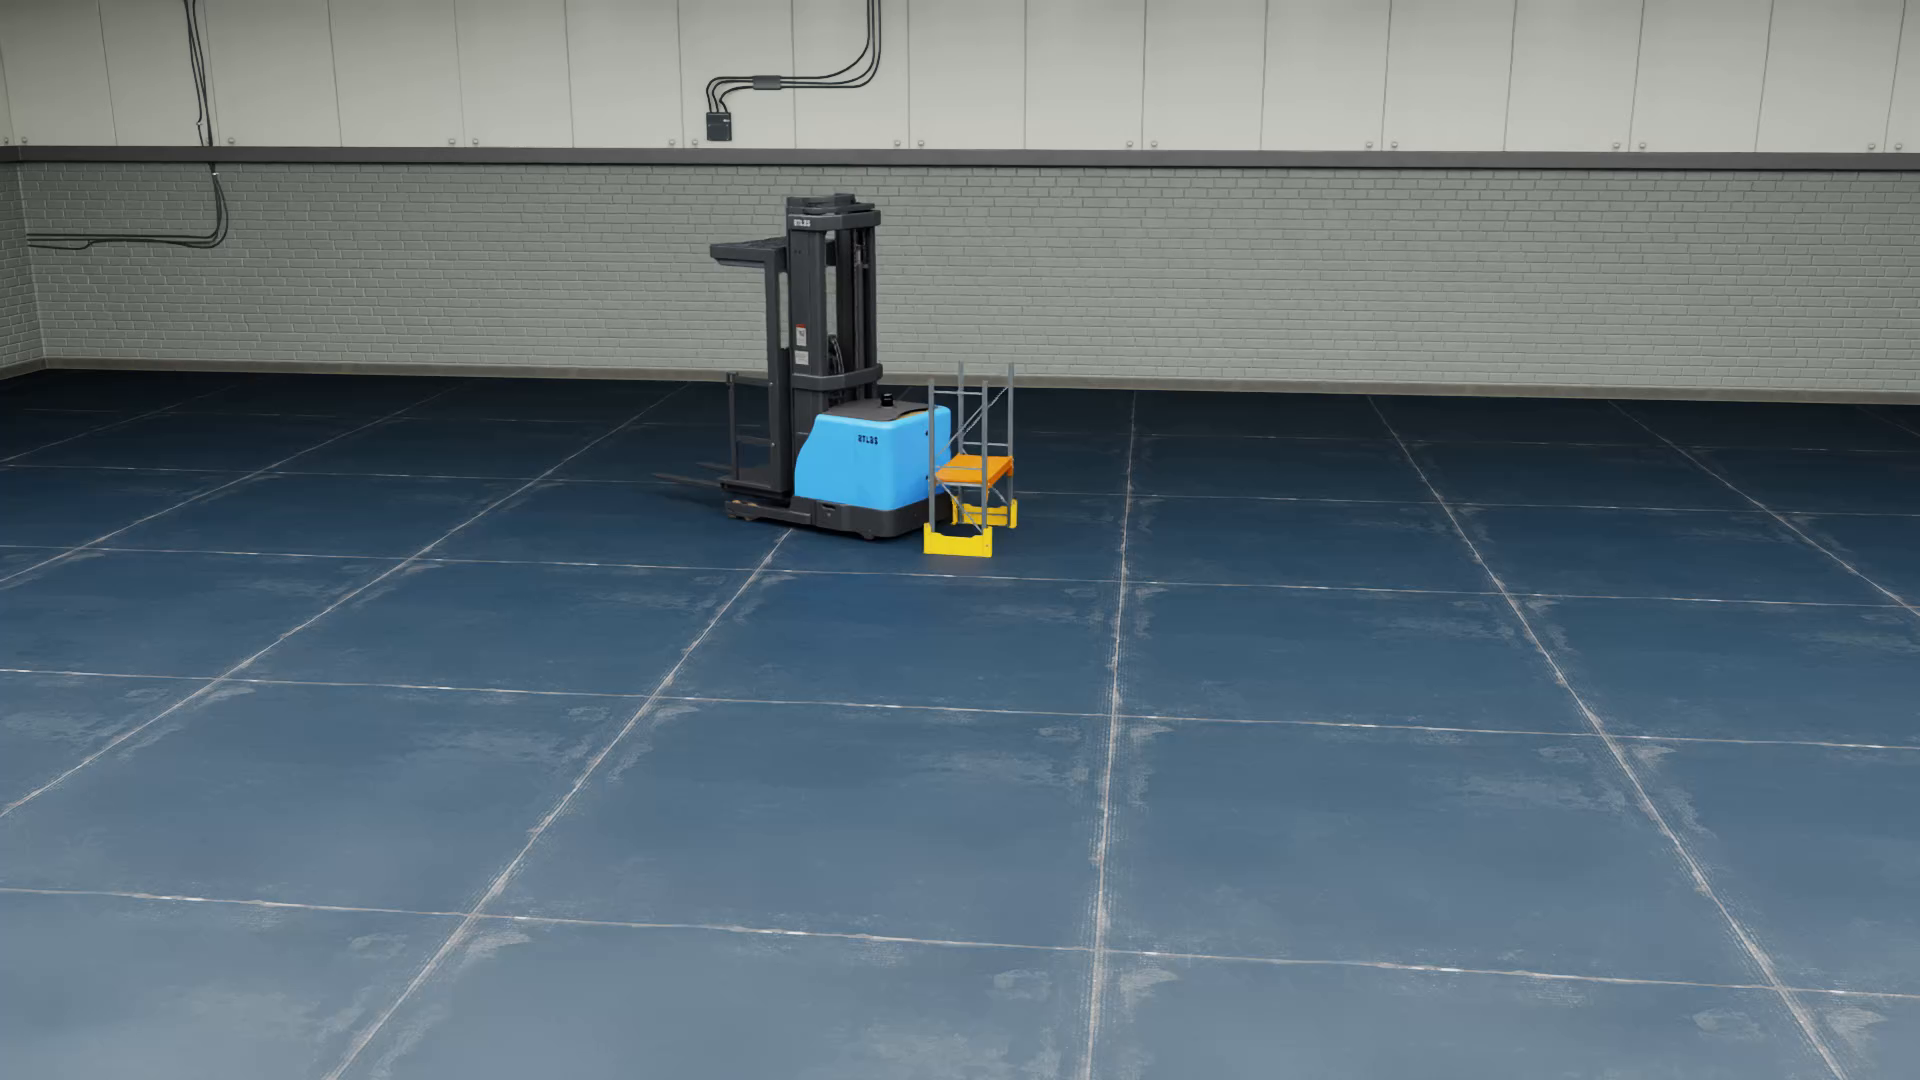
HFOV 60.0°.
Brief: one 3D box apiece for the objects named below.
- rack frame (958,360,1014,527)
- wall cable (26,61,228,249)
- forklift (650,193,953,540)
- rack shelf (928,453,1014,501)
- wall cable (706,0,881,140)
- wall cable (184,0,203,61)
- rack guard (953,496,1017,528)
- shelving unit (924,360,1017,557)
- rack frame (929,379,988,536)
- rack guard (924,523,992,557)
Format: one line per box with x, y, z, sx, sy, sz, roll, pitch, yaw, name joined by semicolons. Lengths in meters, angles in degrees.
0.230;-0.861;14.974;0.500;1.500;0.032;4;16;13;rack frame
-11.587;-5.242;22.757;3.097;2.526;0.112;2;15;6;wall cable
-1.575;-1.691;15.301;3.031;2.935;1.130;10;18;33;forklift
0.107;-0.559;14.544;0.538;0.185;1.000;4;16;13;rack shelf
-2.156;-8.099;20.859;2.305;6.003;0.169;2;15;6;wall cable
-8.899;-7.600;21.803;3.097;2.526;0.112;2;15;6;wall cable
0.225;-0.253;15.119;0.587;0.250;0.087;4;16;13;rack guard
0.105;-0.730;14.489;0.587;1.500;1.083;4;16;13;shelving unit
-0.016;-0.604;14.021;0.500;1.500;0.032;4;16;13;rack frame
-0.016;-0.001;14.186;0.587;0.250;0.087;4;16;13;rack guard
